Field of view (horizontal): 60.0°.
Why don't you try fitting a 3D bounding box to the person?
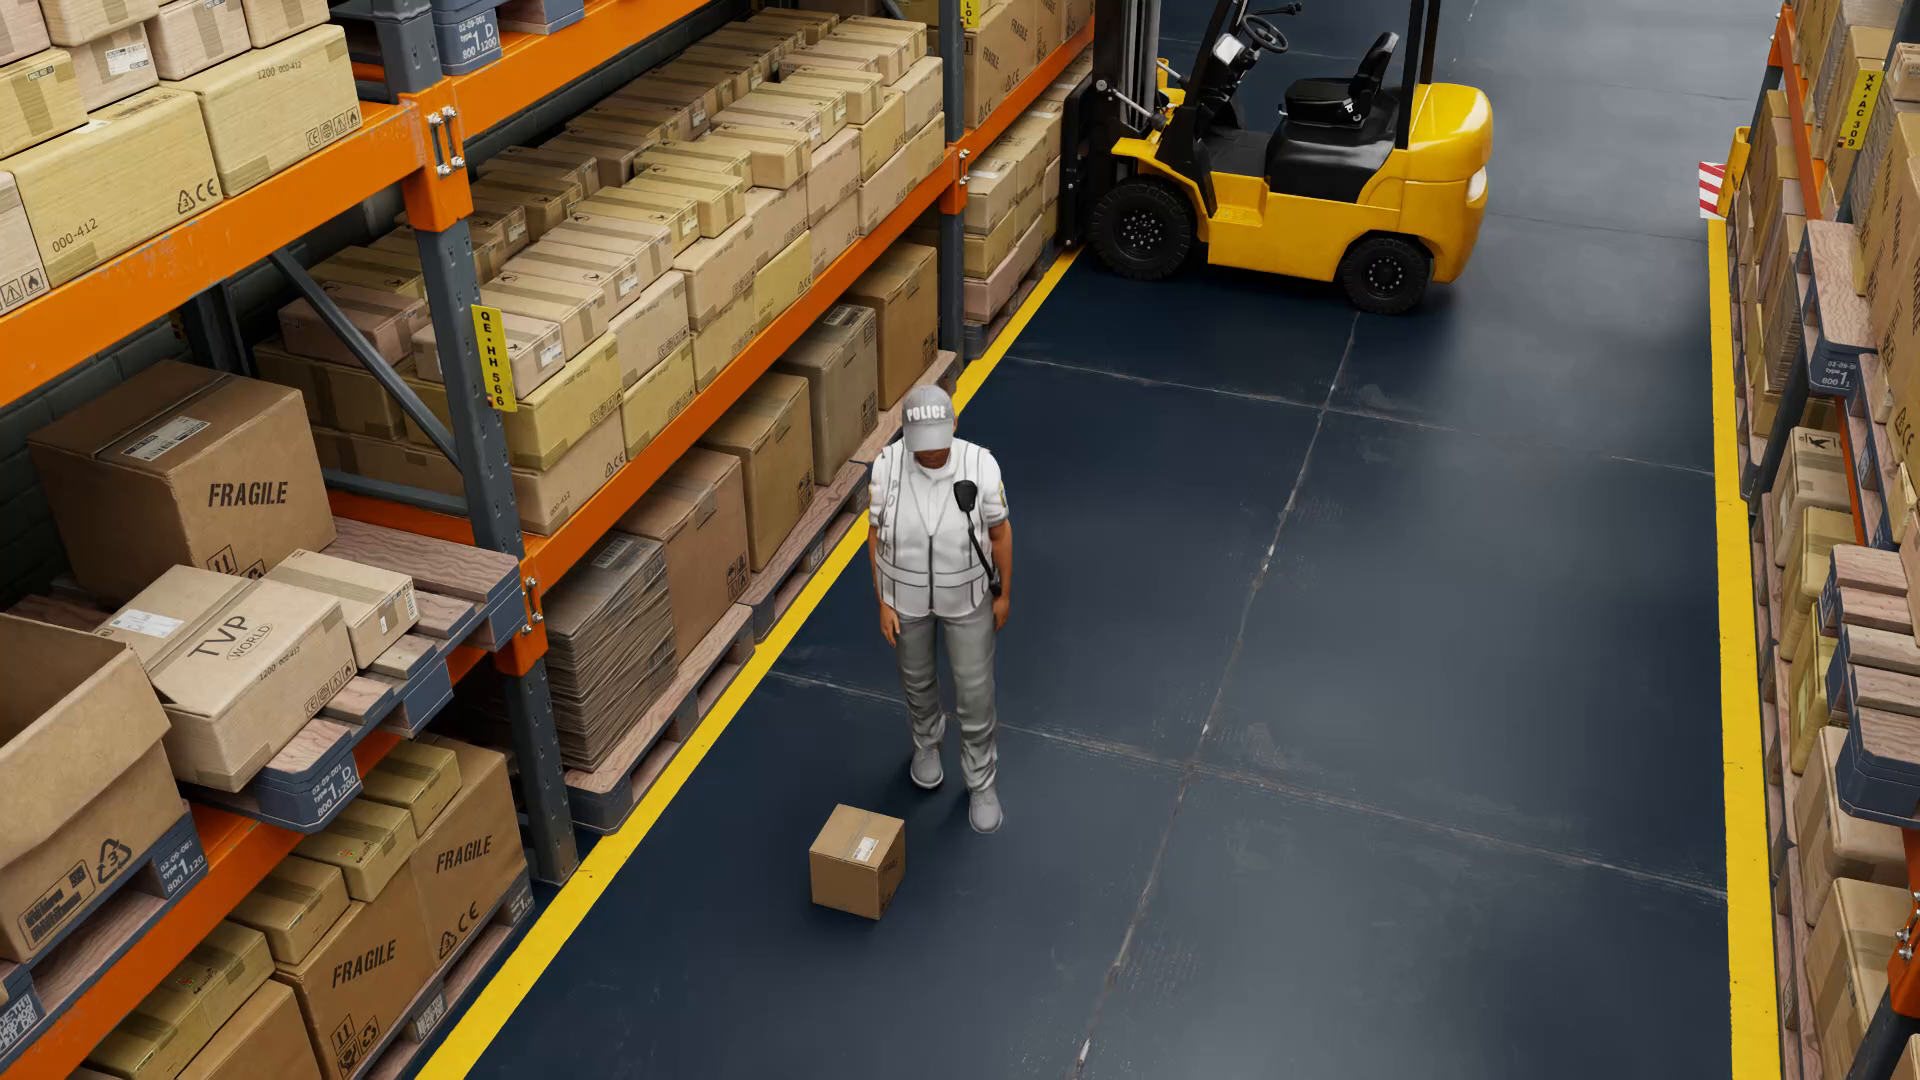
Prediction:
[{"bbox_3d":[-0.073,0.231,5.789,0.497,1.689,0.498,2,34,3],"label":"person"}]
